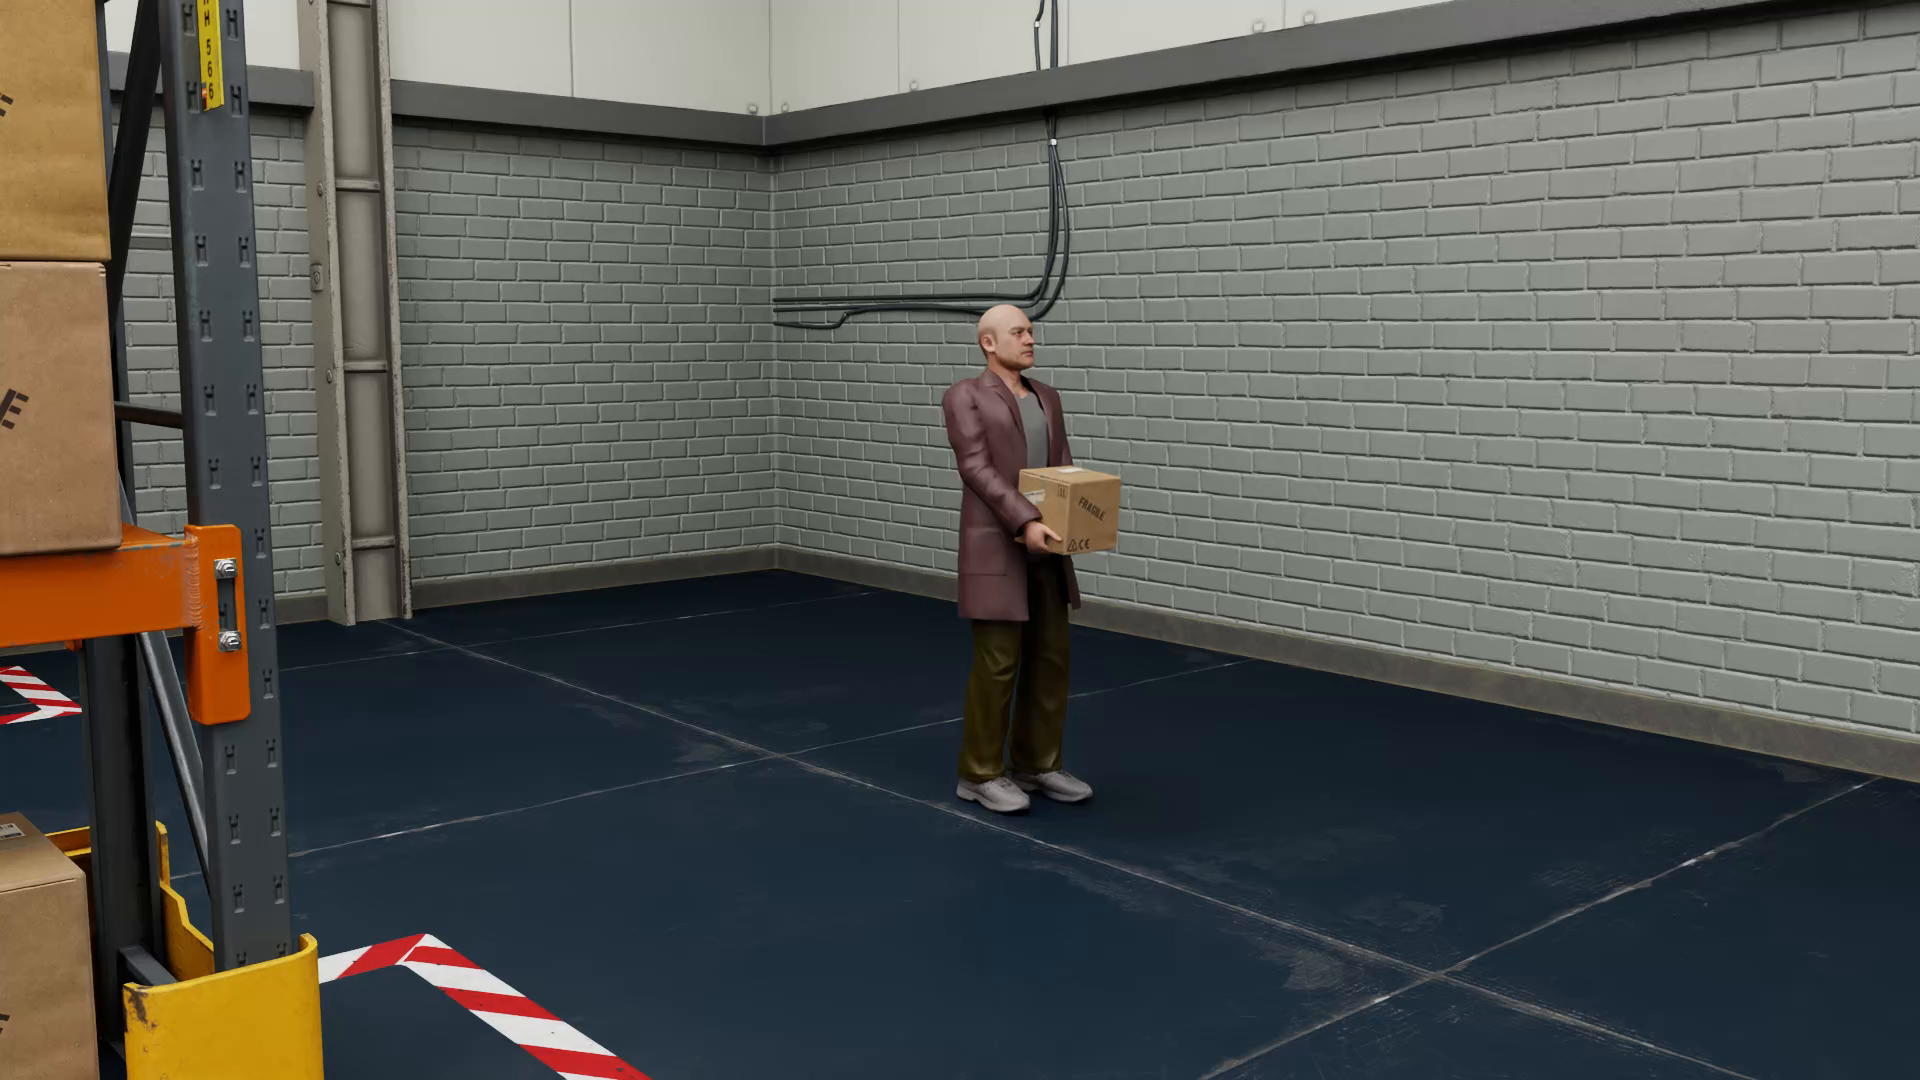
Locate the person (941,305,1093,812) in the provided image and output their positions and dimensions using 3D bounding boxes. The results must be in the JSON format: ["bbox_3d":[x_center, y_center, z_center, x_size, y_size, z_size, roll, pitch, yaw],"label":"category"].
[{"bbox_3d":[0.259,0.061,5.874,0.530,1.769,0.561,-6,10,-41],"label":"person"}]
